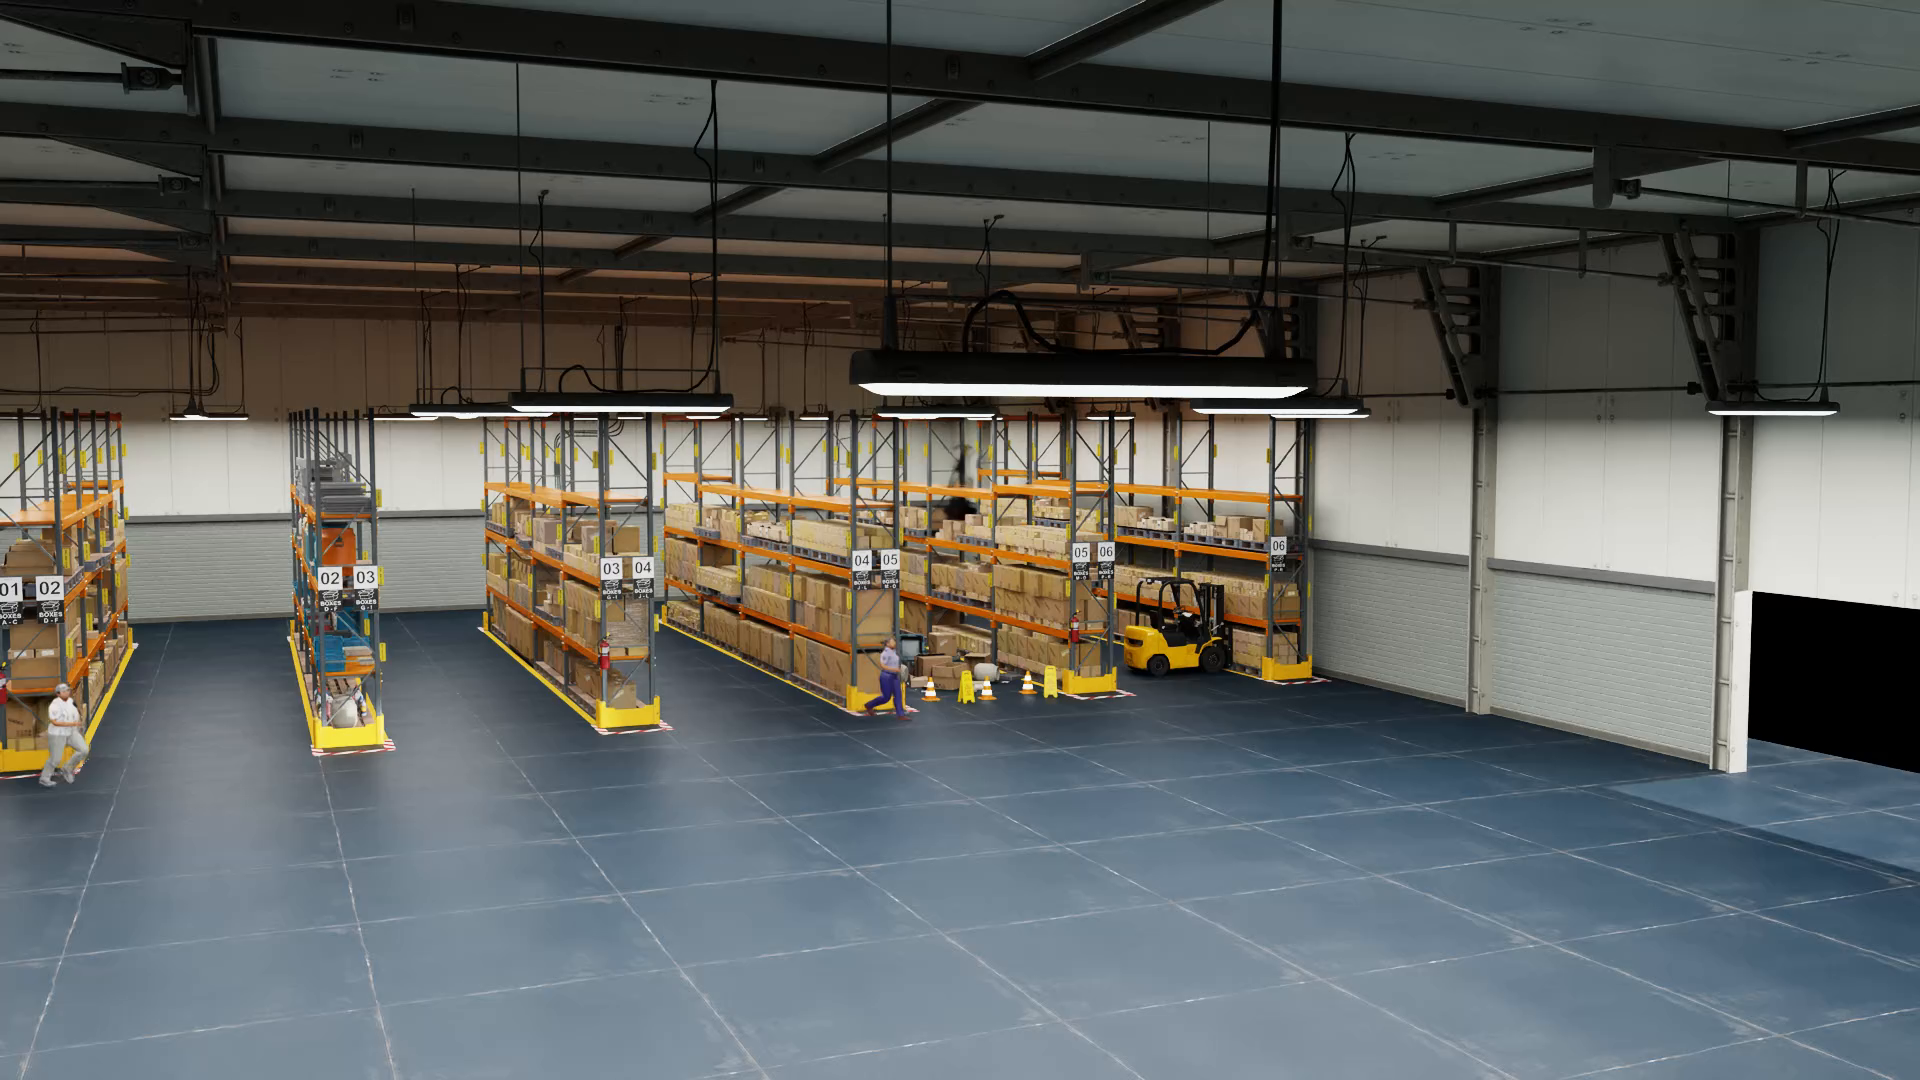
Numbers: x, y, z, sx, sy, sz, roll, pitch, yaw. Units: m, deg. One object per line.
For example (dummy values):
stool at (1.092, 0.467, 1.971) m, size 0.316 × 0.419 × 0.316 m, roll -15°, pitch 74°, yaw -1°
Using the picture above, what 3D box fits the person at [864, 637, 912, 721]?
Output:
person at (-1.376, 2.666, 31.912) m, size 0.941 × 1.632 × 0.595 m, roll 1°, pitch 4°, yaw 17°

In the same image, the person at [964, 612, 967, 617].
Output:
person at (-0.196, 1.441, 48.643) m, size 0.672 × 1.825 × 0.901 m, roll -3°, pitch 5°, yaw -37°

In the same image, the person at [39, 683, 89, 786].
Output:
person at (-14.099, 3.062, 26.192) m, size 0.807 × 1.609 × 0.618 m, roll 1°, pitch 4°, yaw 16°
